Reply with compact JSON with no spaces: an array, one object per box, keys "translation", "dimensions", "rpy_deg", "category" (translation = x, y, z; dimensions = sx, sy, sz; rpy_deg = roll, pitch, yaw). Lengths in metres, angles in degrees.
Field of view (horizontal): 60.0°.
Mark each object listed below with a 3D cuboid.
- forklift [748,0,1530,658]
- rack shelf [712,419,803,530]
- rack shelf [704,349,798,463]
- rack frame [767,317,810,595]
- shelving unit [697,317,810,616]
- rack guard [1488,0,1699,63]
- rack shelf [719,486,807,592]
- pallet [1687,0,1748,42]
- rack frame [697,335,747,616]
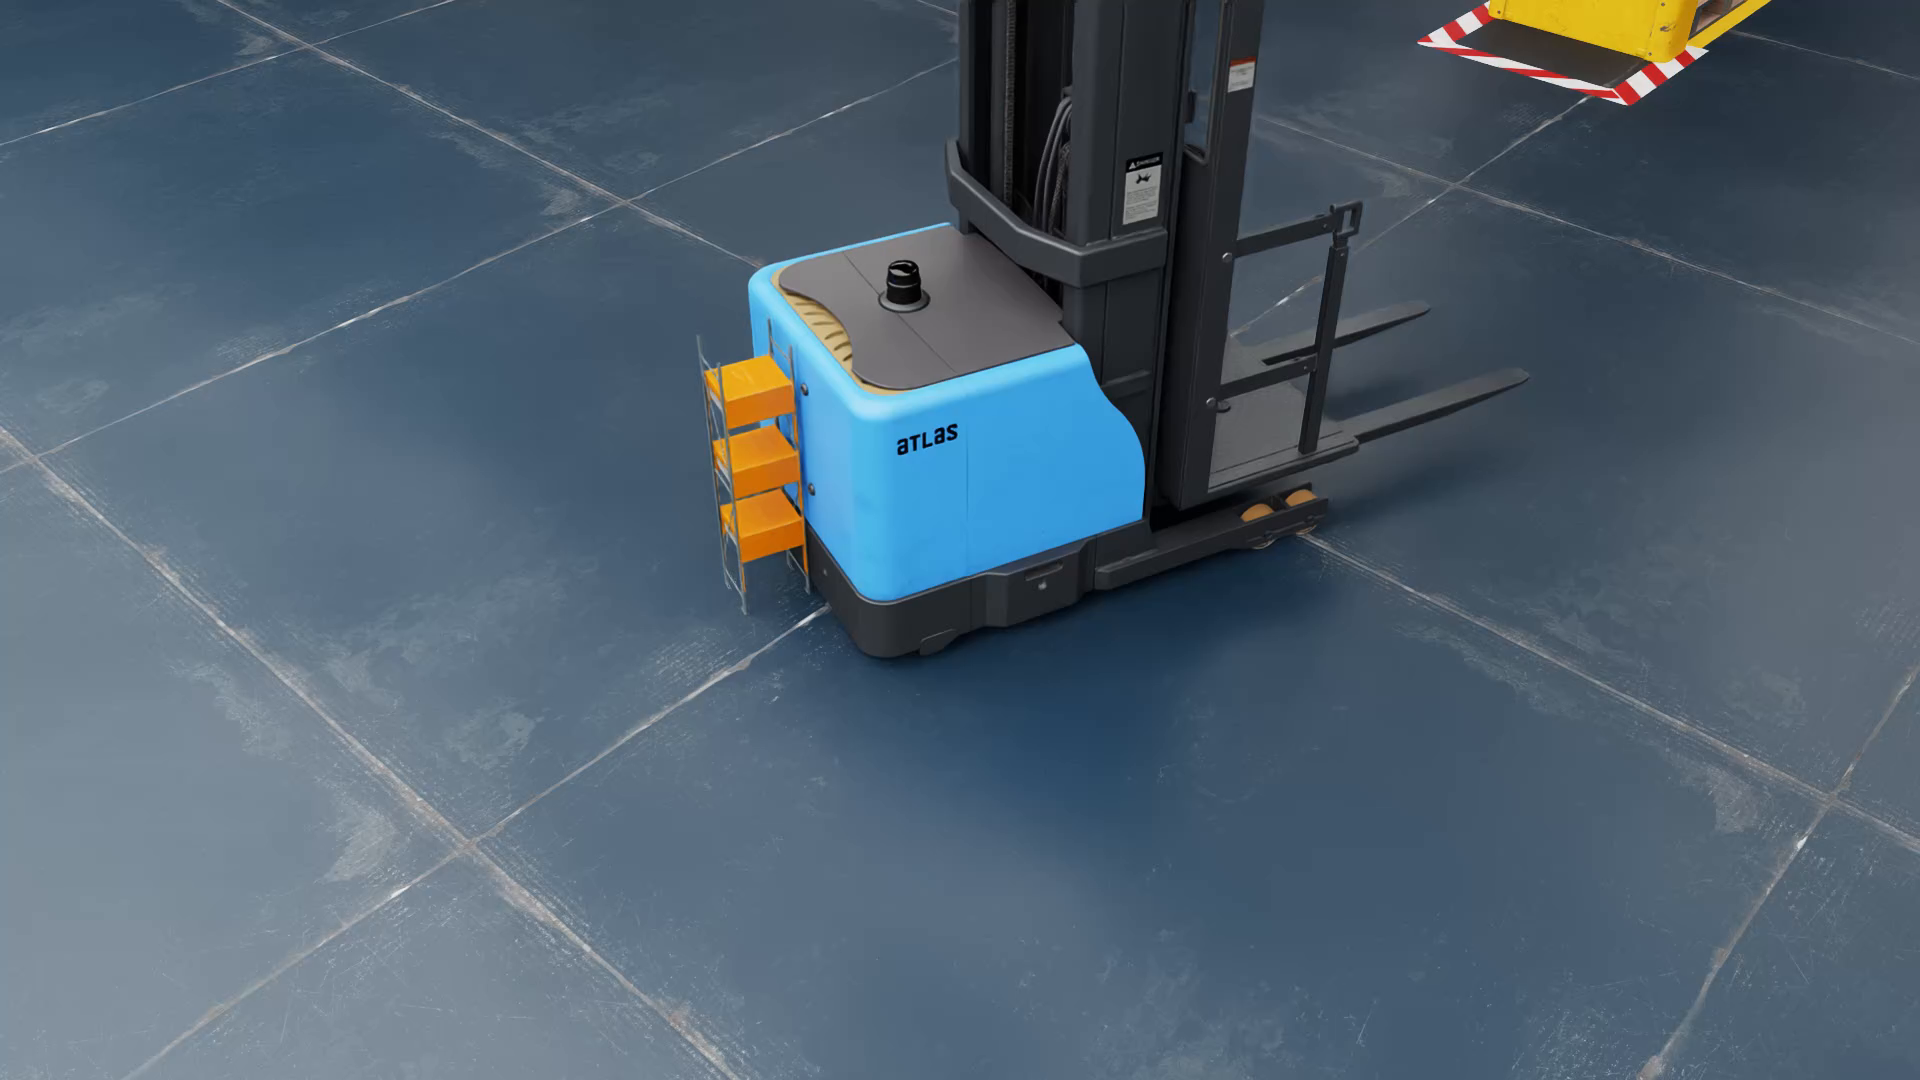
[{"translation":[0.809,-1.389,5.642],"dimensions":[3.031,2.935,1.130],"rpy_deg":[-18,42,-21],"category":"forklift"},{"translation":[-0.697,-0.225,5.706],"dimensions":[0.240,0.259,0.215],"rpy_deg":[-18,42,-21],"category":"rack shelf"},{"translation":[-0.697,-0.447,5.530],"dimensions":[0.240,0.259,0.215],"rpy_deg":[-18,42,-21],"category":"rack shelf"},{"translation":[-0.589,-0.268,5.743],"dimensions":[0.008,1.050,0.200],"rpy_deg":[-18,42,-21],"category":"rack frame"},{"translation":[-0.697,-0.233,5.700],"dimensions":[0.252,1.050,0.215],"rpy_deg":[-18,42,-21],"category":"shelving unit"},{"translation":[3.815,-3.307,10.007],"dimensions":[1.175,0.500,0.348],"rpy_deg":[30,47,32],"category":"rack guard"},{"translation":[-0.697,-0.007,5.879],"dimensions":[0.240,0.259,0.215],"rpy_deg":[-18,42,-21],"category":"rack shelf"},{"translation":[4.389,-3.552,10.548],"dimensions":[1.003,0.211,1.213],"rpy_deg":[30,47,32],"category":"pallet"},{"translation":[-0.806,-0.198,5.656],"dimensions":[0.008,1.050,0.200],"rpy_deg":[-18,42,-21],"category":"rack frame"}]
